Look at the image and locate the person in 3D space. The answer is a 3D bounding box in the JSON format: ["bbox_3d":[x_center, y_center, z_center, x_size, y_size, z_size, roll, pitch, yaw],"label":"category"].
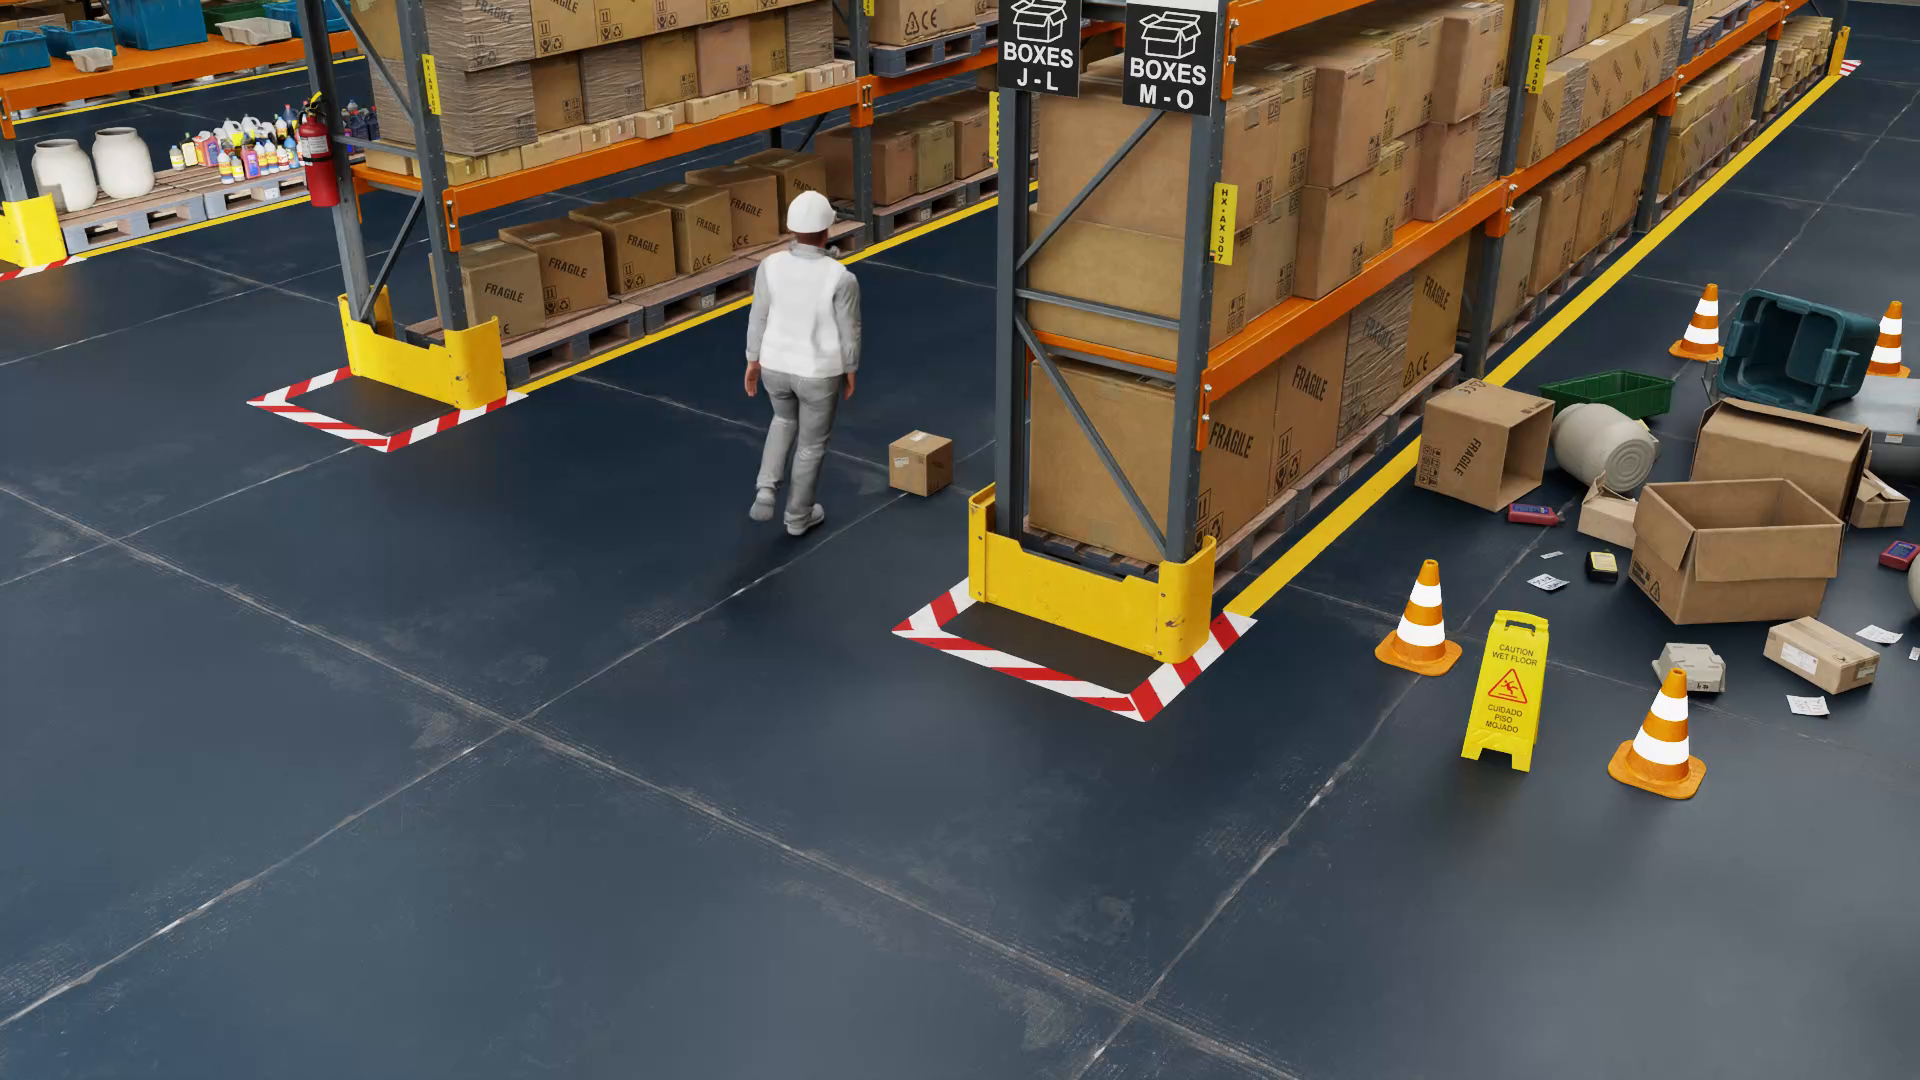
[{"bbox_3d":[-0.761,-0.861,8.250,0.596,1.767,0.462,9,28,18],"label":"person"}]
